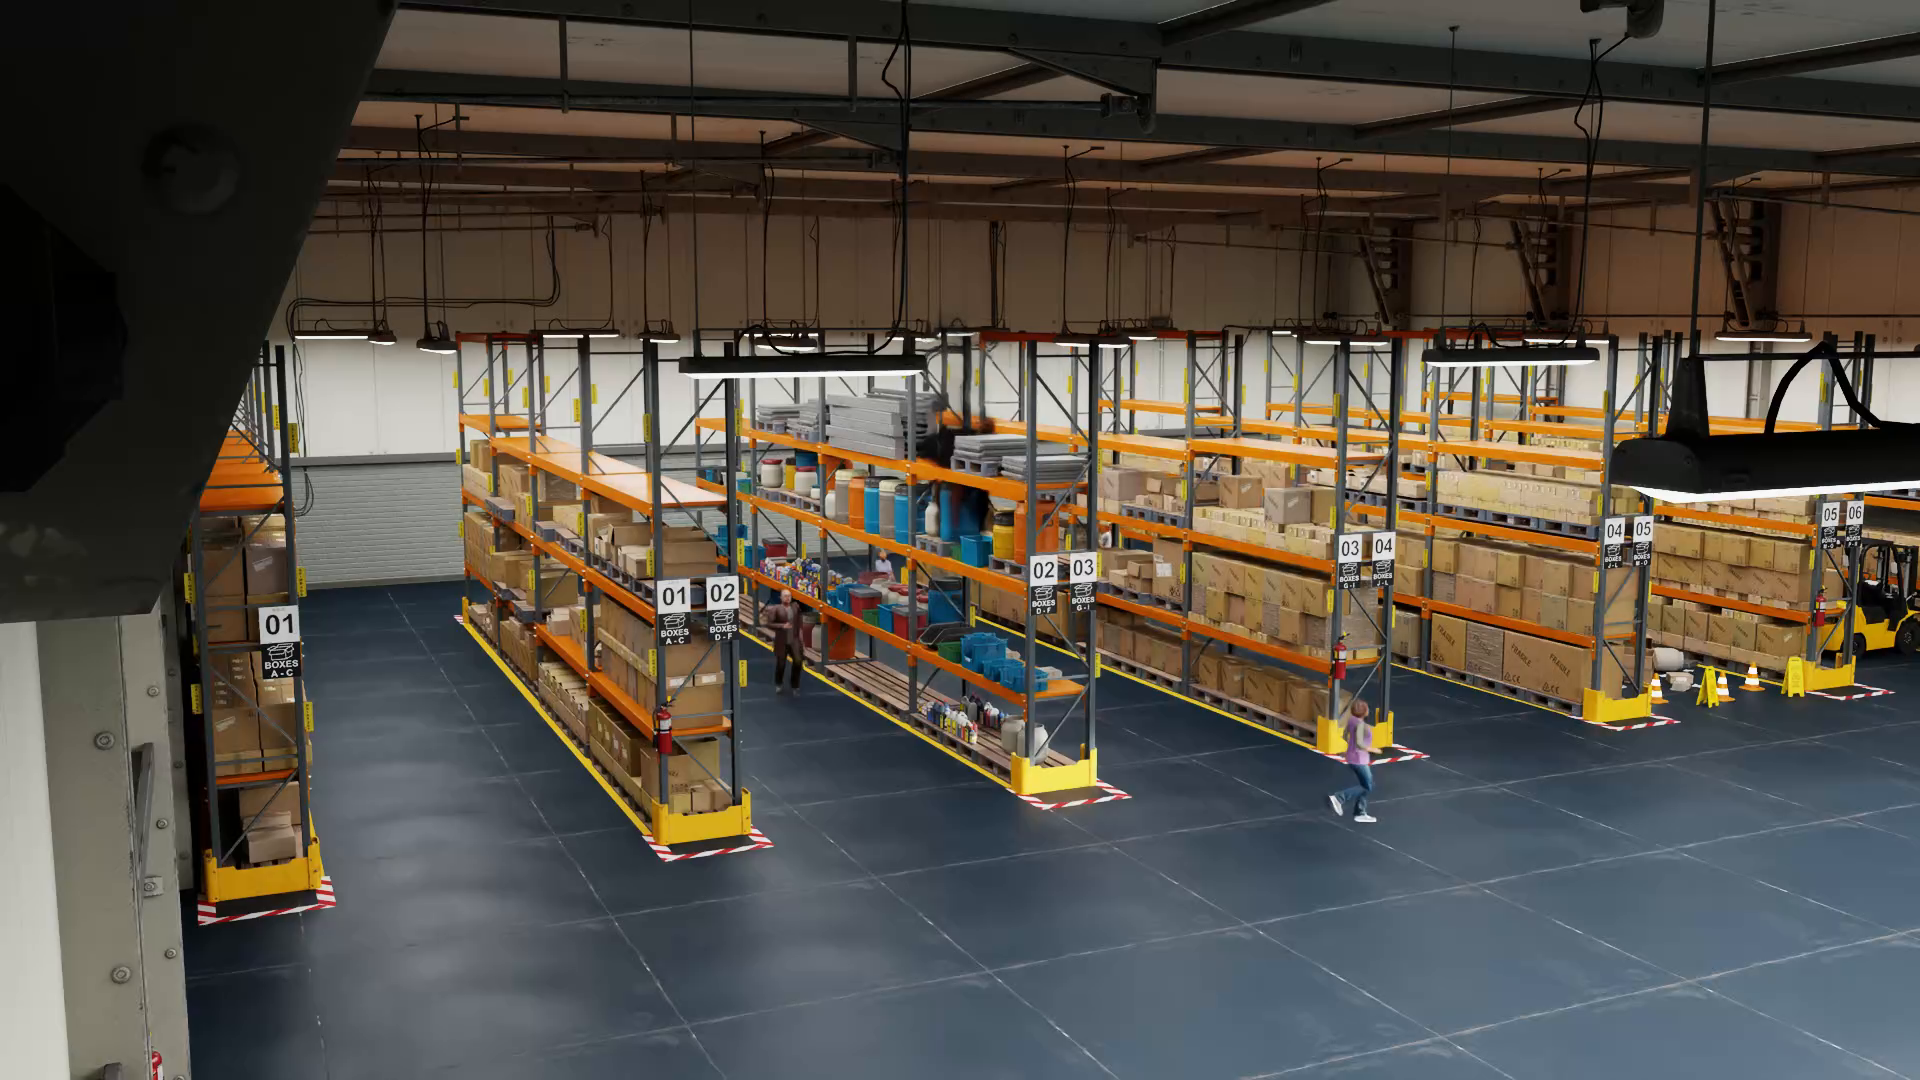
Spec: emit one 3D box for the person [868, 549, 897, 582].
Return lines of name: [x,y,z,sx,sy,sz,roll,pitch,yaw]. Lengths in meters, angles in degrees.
person: [-1.581,0.976,33.948,0.605,1.583,0.578,-5,9,-34]

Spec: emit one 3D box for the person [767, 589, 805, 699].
person: [-2.892,1.731,27.698,0.708,1.857,0.838,-4,8,-25]

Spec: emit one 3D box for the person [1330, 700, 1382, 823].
person: [4.938,2.768,20.796,0.625,1.559,0.542,0,8,-3]

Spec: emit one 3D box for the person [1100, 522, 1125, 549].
person: [3.407,0.415,37.347,0.669,1.789,0.988,-3,8,-22]
